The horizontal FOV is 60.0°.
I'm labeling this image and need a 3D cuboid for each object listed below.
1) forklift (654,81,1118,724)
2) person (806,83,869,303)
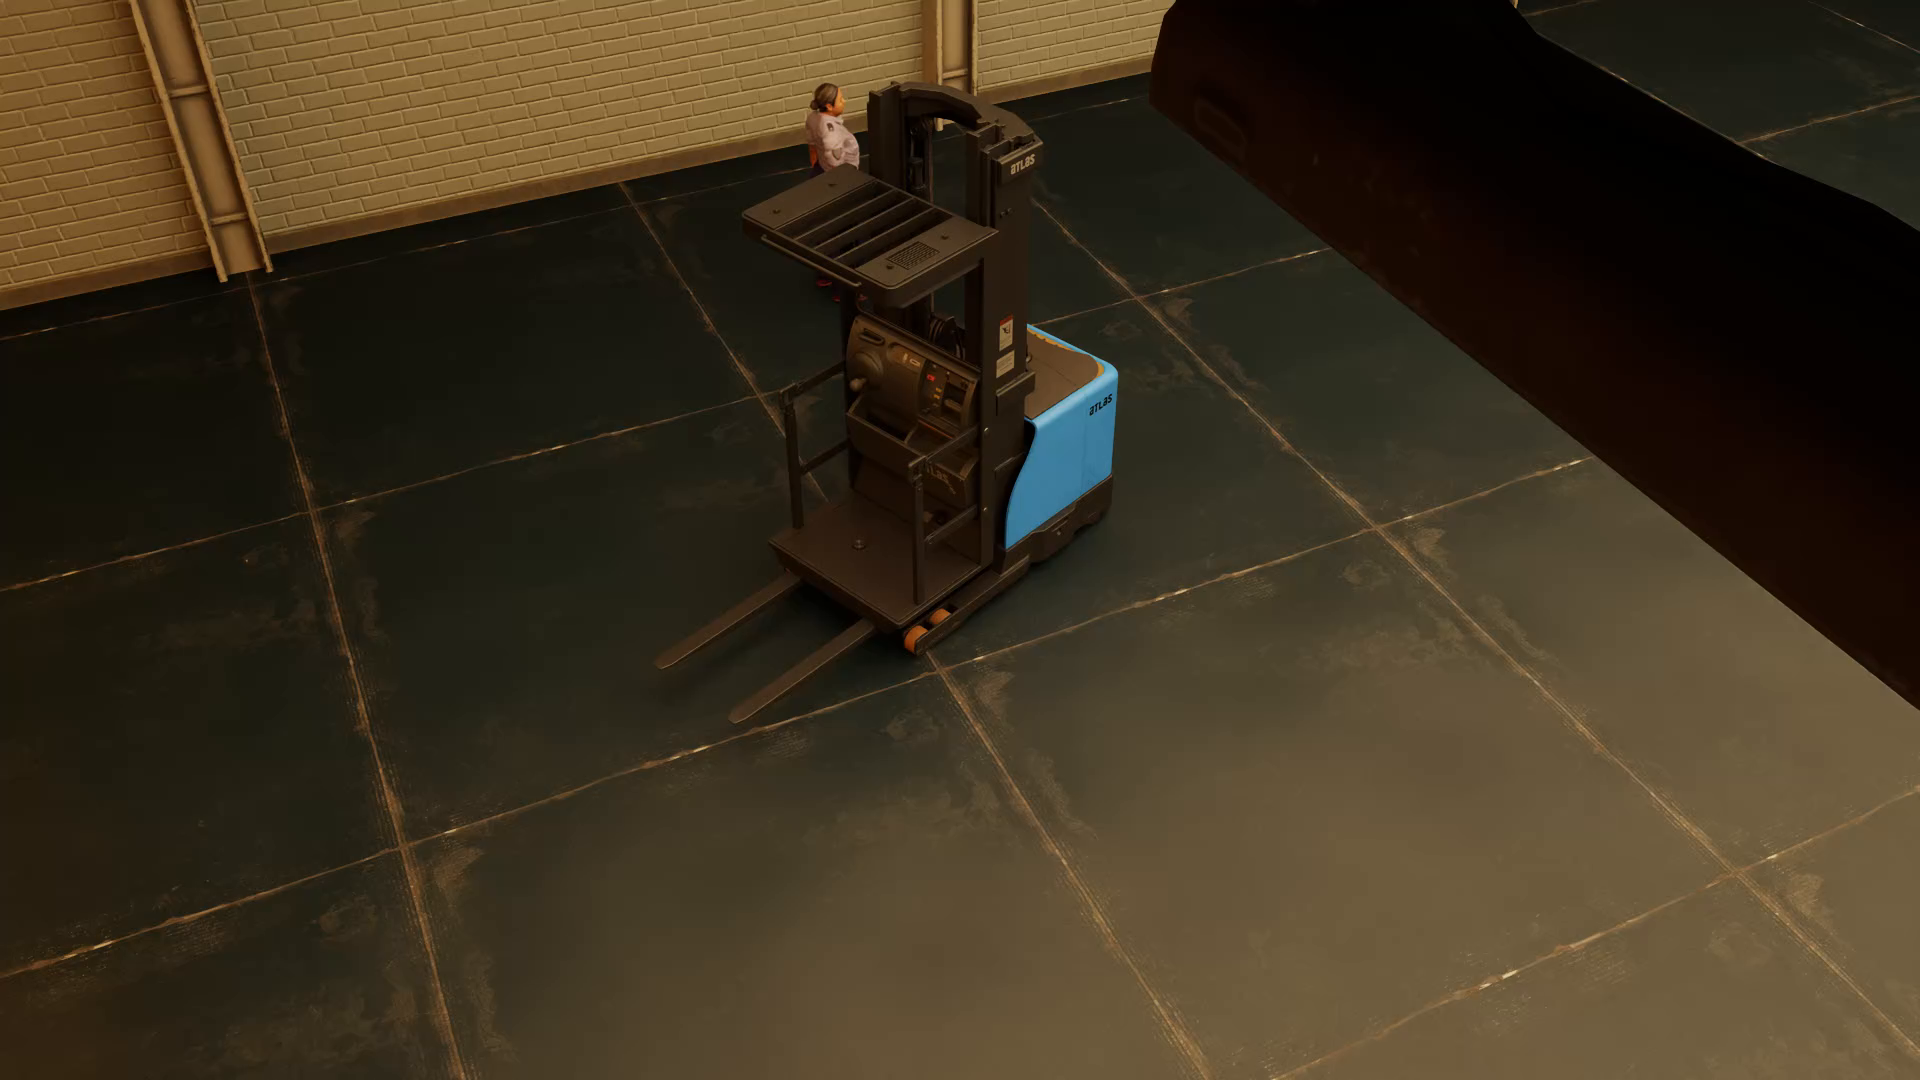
[{"bbox_3d":[-0.413,-0.839,9.021,1.130,2.935,3.031,31,49,31],"label":"forklift"},{"bbox_3d":[-0.904,-2.531,12.054,0.350,1.653,0.479,-18,43,-20],"label":"person"}]
